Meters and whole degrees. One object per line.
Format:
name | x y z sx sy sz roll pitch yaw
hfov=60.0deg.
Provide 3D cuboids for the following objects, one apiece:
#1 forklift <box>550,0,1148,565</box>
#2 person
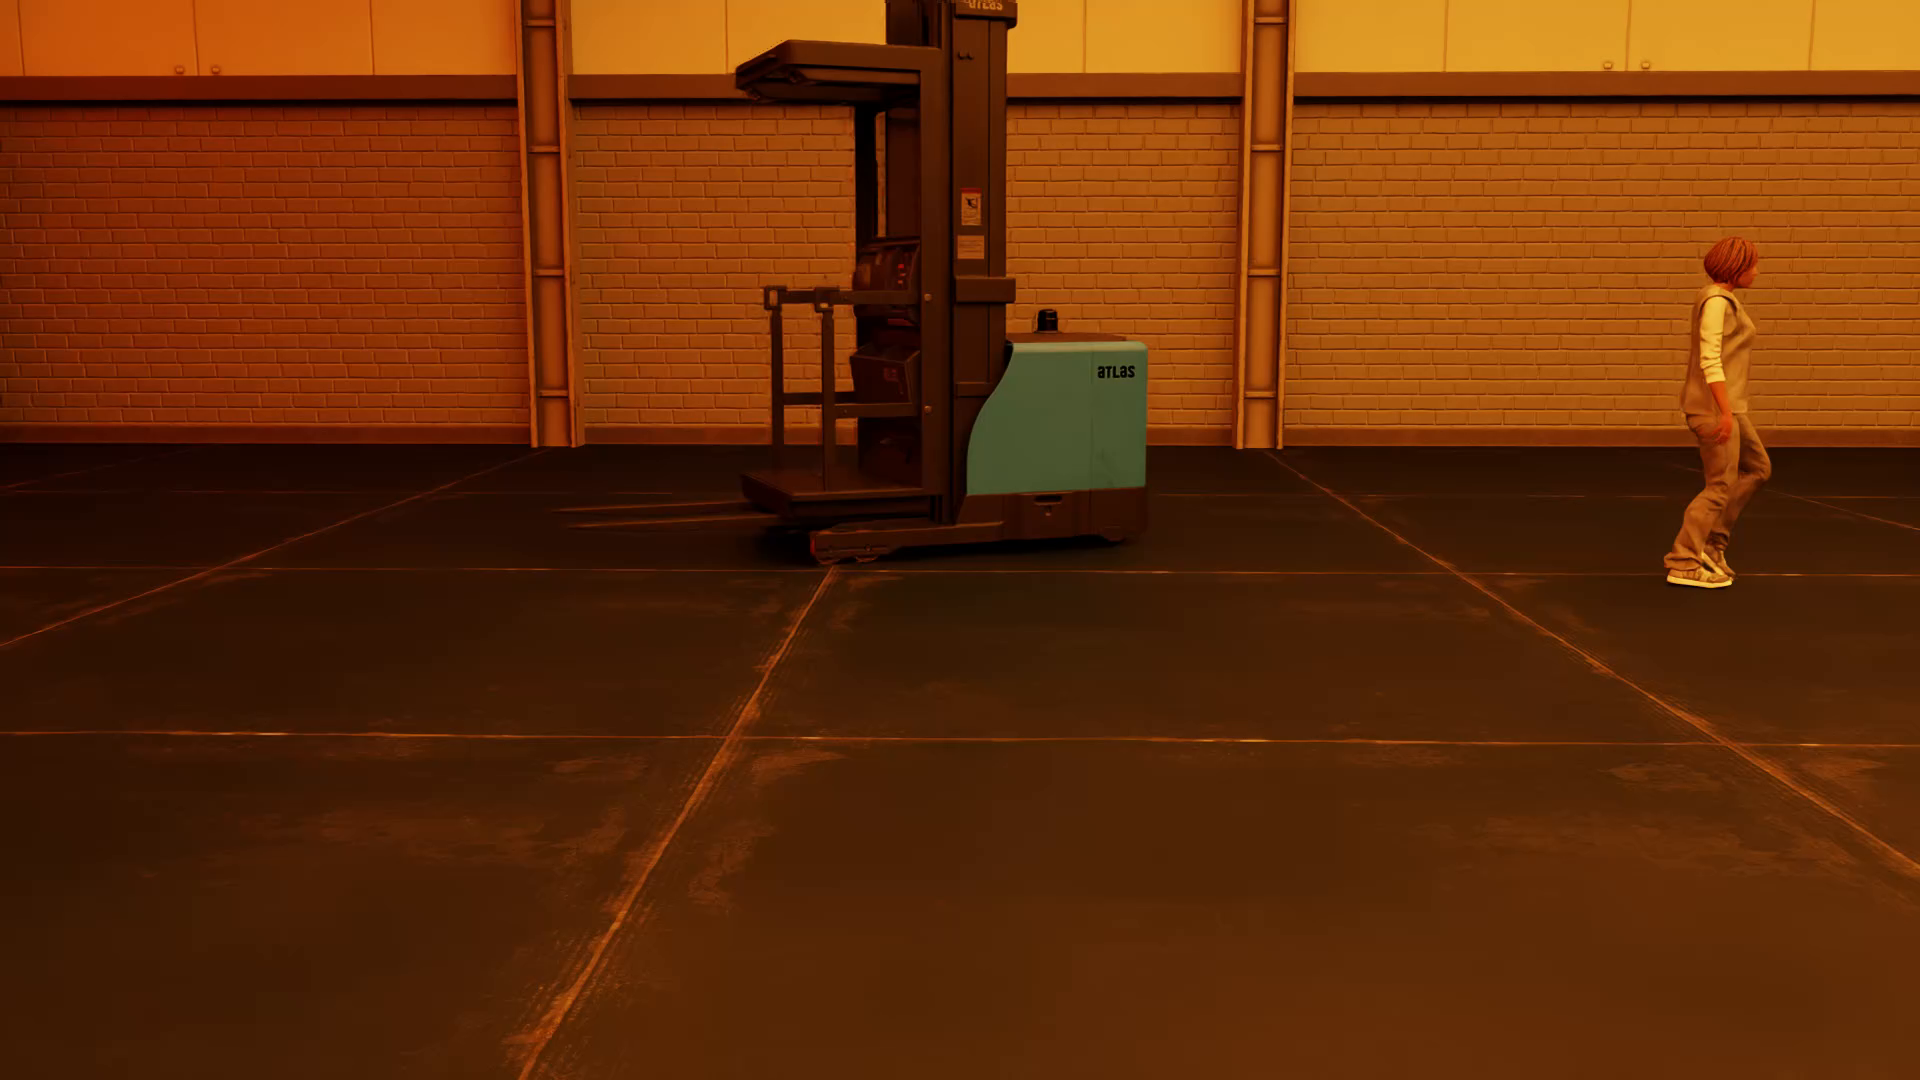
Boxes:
forklift | -0.569 -1.416 8.568 3.031 2.935 1.130 -3 9 -20
person | 3.461 -0.565 7.517 0.445 1.589 0.518 3 9 20
